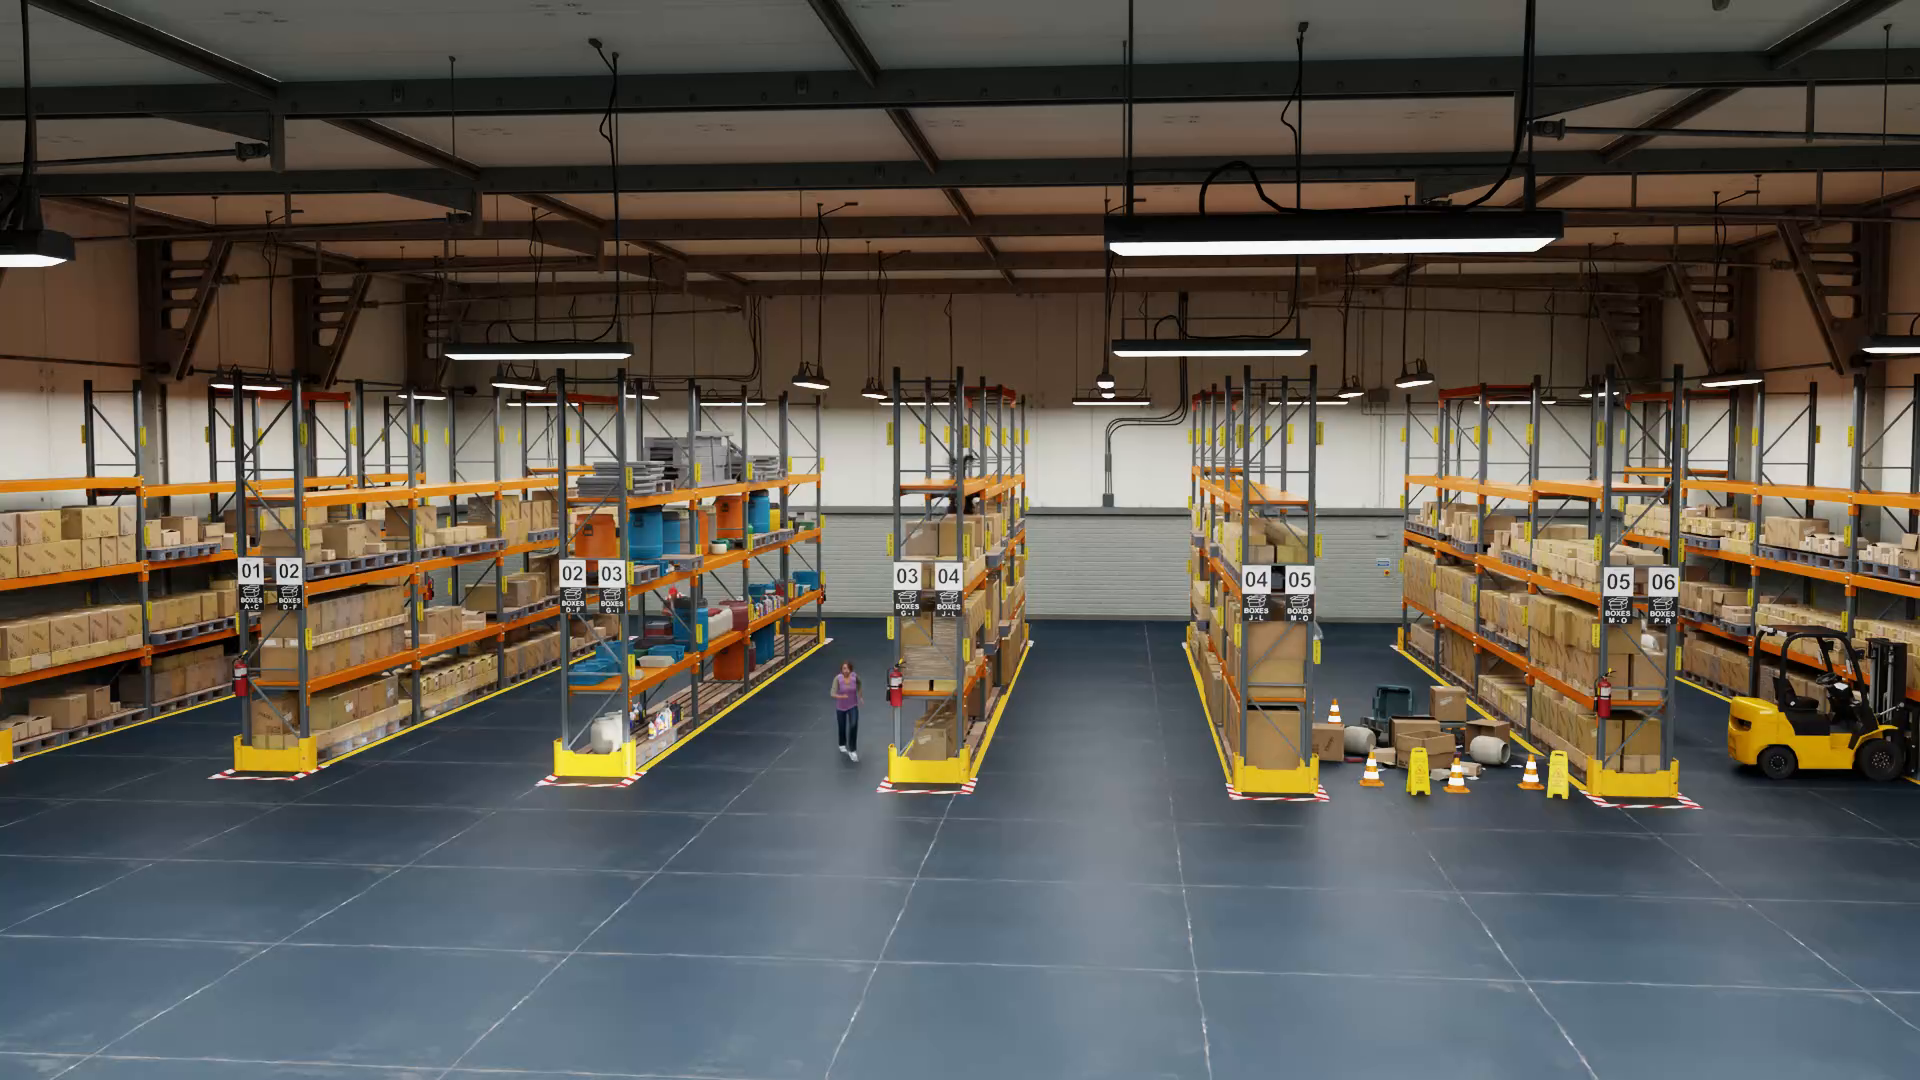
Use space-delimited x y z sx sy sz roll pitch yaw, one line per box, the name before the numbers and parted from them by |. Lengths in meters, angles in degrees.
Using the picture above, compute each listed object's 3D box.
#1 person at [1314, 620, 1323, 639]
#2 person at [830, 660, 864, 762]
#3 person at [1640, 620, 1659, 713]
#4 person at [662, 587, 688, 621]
person | 8.529 1.649 40.799 0.795 1.673 0.486 -1 4 -13
person | -1.749 2.624 25.789 0.539 1.569 0.914 0 4 -7
person | 12.090 2.299 29.584 0.678 1.755 0.642 0 4 7
person | -6.664 1.824 39.081 0.705 1.492 0.892 -1 4 -18
